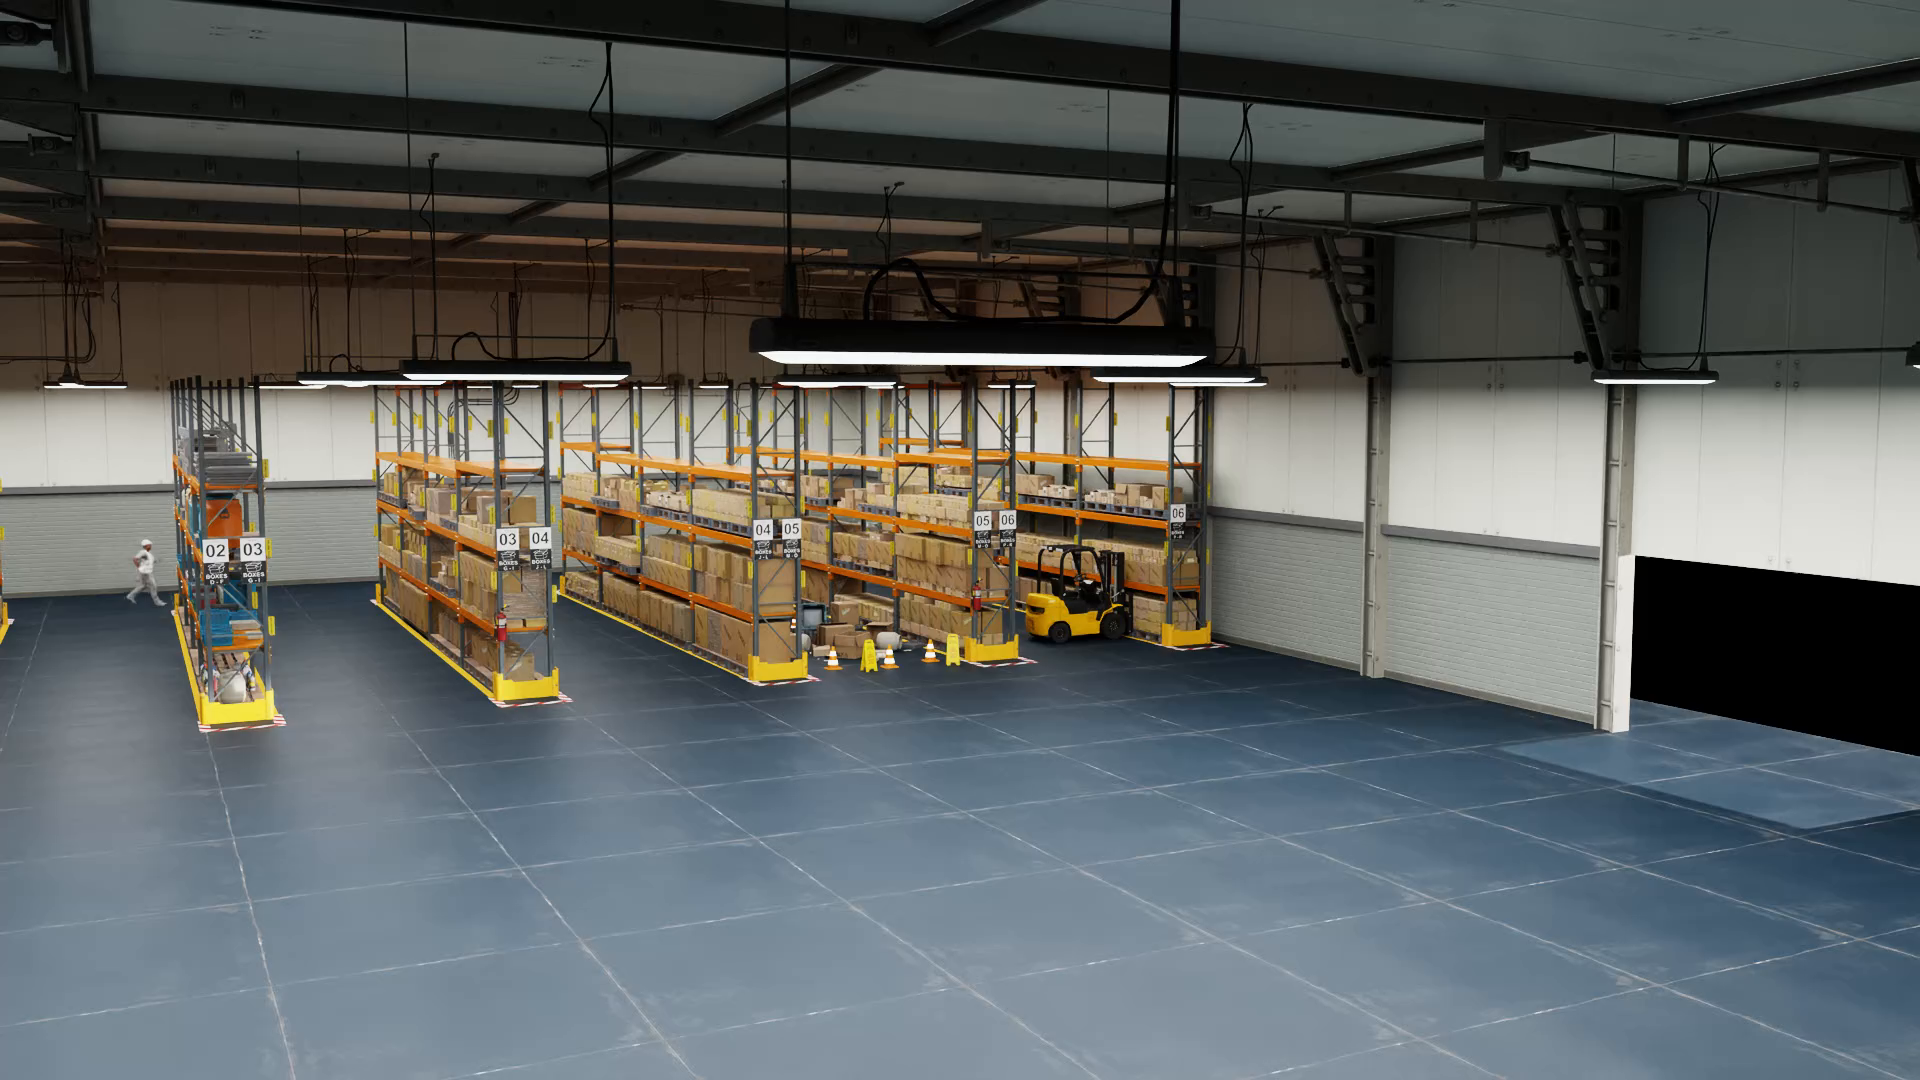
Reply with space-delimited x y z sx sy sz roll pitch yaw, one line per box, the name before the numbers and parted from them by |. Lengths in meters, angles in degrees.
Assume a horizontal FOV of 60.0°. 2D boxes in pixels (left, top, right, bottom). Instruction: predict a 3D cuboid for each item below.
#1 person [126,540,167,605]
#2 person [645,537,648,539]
person | -21.657 0.870 44.210 1.000 1.768 0.681 -2 5 -21
person | -8.860 0.743 47.323 0.675 1.612 0.648 0 5 -4
